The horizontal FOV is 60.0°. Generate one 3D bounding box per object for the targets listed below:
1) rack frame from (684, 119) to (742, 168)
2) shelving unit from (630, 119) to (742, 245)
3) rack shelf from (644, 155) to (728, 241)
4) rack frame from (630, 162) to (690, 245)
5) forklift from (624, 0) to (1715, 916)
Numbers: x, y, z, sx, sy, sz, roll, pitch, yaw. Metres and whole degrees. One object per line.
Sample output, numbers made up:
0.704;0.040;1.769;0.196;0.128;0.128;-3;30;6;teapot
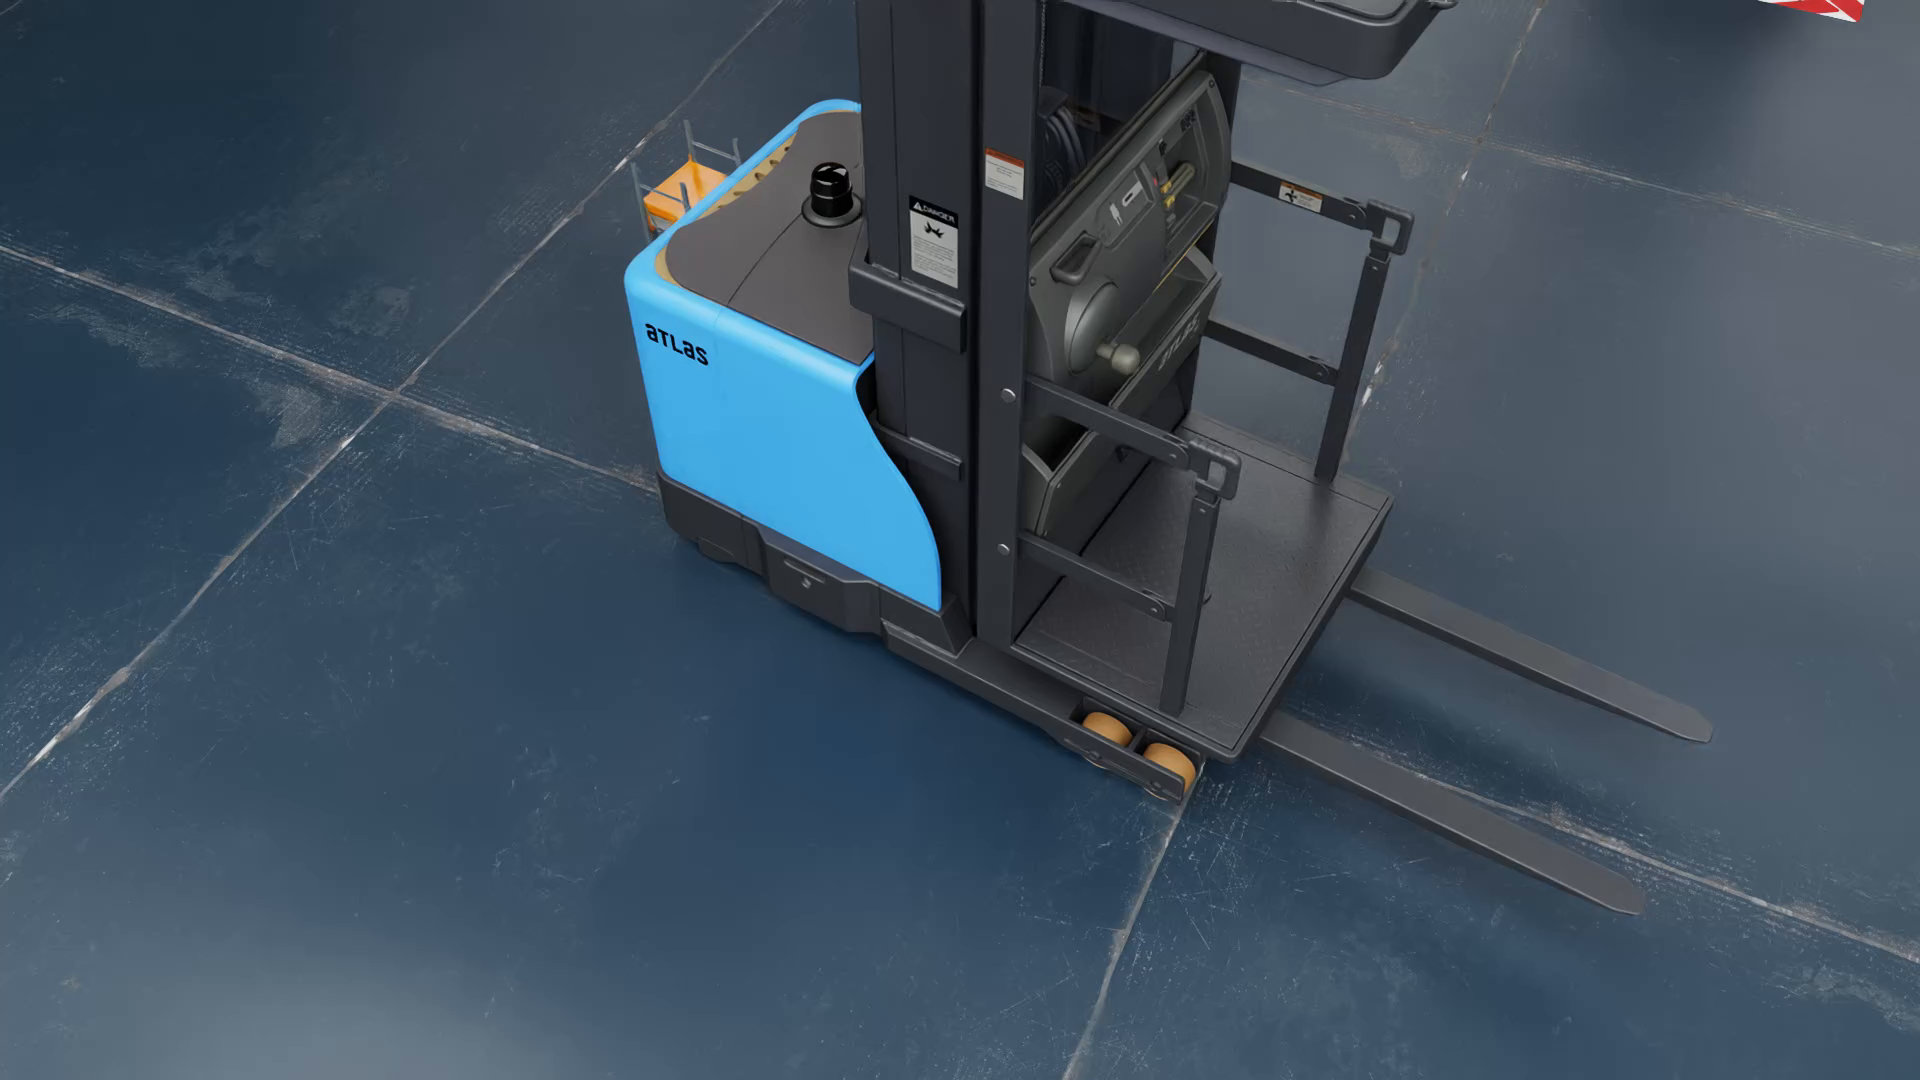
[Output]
-0.719;-0.860;5.287;0.200;1.050;0.008;25;54;22;rack frame
-0.785;-0.782;5.221;0.215;1.050;0.252;25;54;22;shelving unit
-0.793;-0.962;5.016;0.215;0.259;0.240;25;54;22;rack shelf
-0.851;-0.704;5.154;0.200;1.050;0.008;25;54;22;rack frame
0.595;-0.693;3.915;3.031;2.935;1.130;26;54;20;forklift
